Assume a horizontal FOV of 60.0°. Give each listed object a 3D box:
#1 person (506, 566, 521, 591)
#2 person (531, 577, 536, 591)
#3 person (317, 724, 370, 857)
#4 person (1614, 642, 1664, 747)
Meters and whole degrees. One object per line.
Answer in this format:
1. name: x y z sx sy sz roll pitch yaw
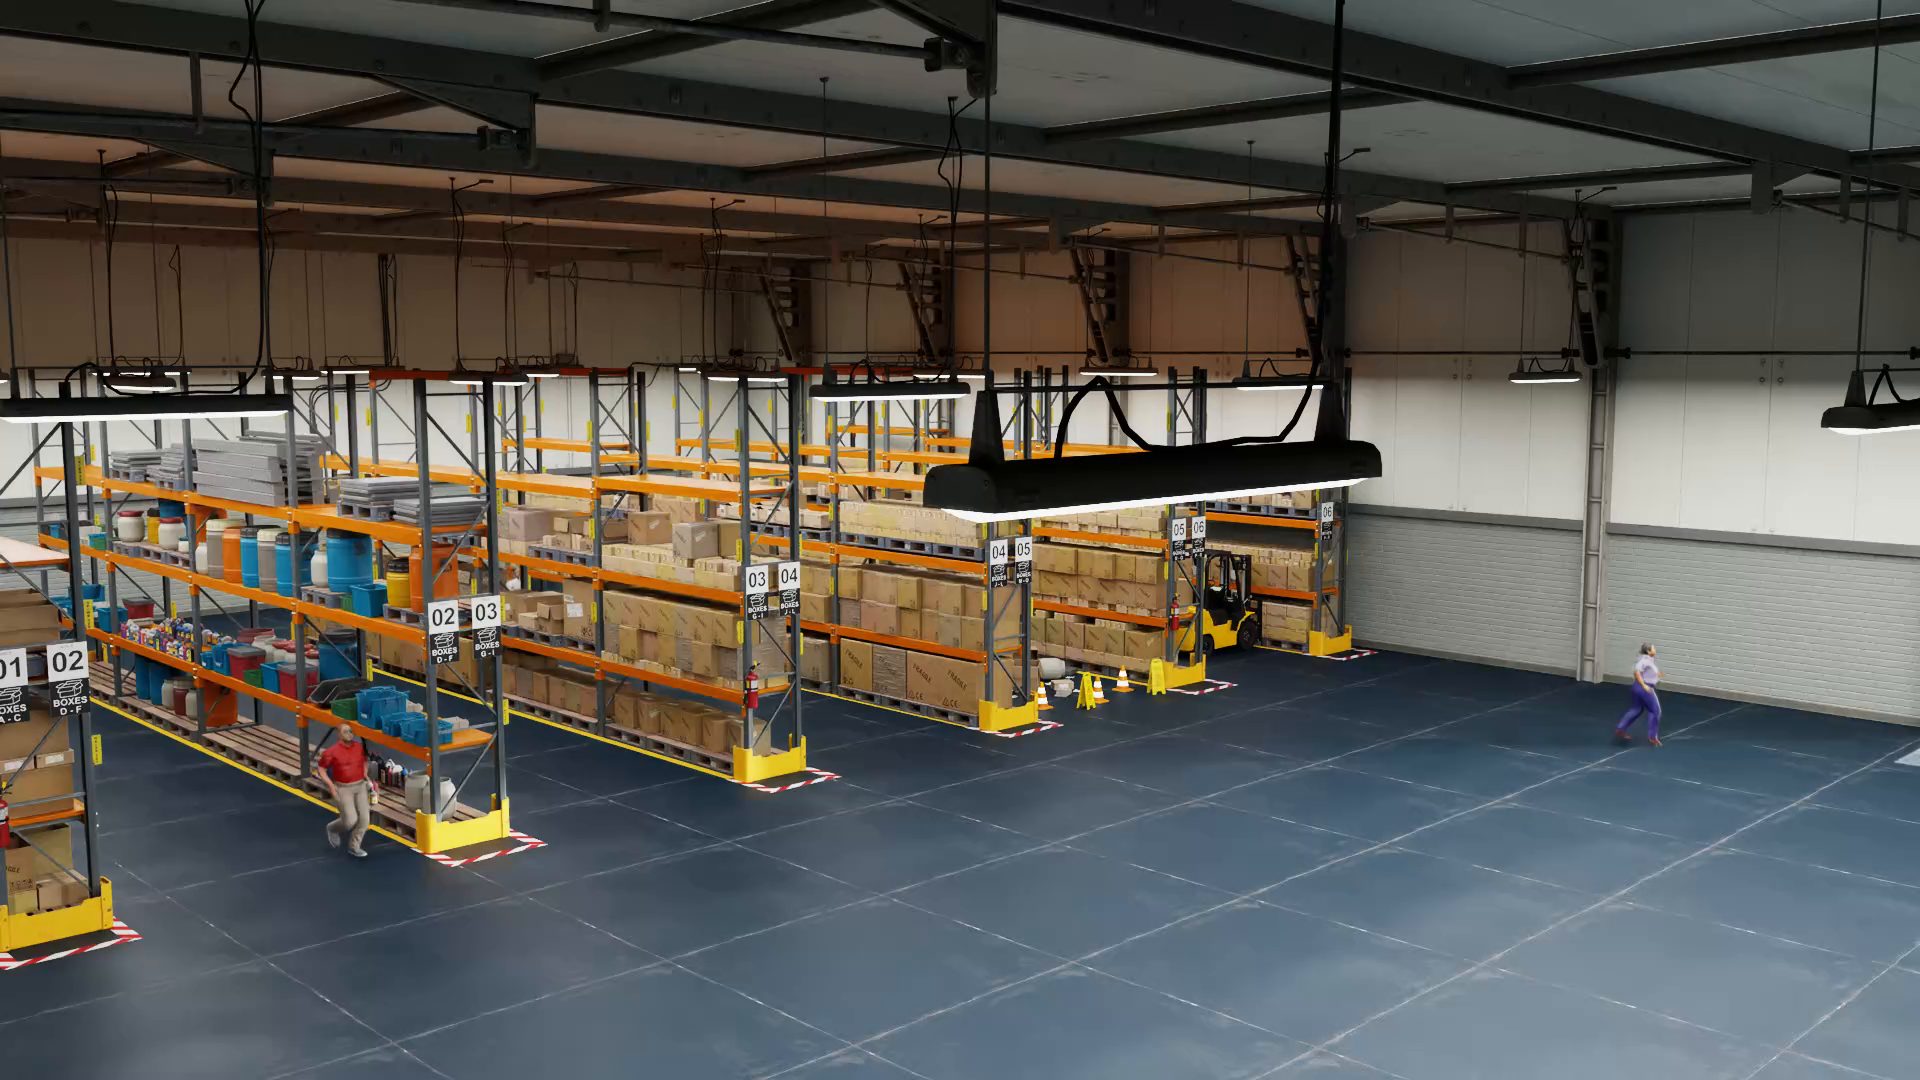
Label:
1. person: -9.682 1.401 36.459 0.625 1.698 0.801 -6 8 -41
2. person: -10.660 0.922 40.900 0.542 1.602 0.873 6 9 43
3. person: -7.696 3.145 20.928 0.577 1.660 0.653 5 8 39
4. person: 11.020 2.487 26.900 0.728 1.700 0.596 1 6 7
